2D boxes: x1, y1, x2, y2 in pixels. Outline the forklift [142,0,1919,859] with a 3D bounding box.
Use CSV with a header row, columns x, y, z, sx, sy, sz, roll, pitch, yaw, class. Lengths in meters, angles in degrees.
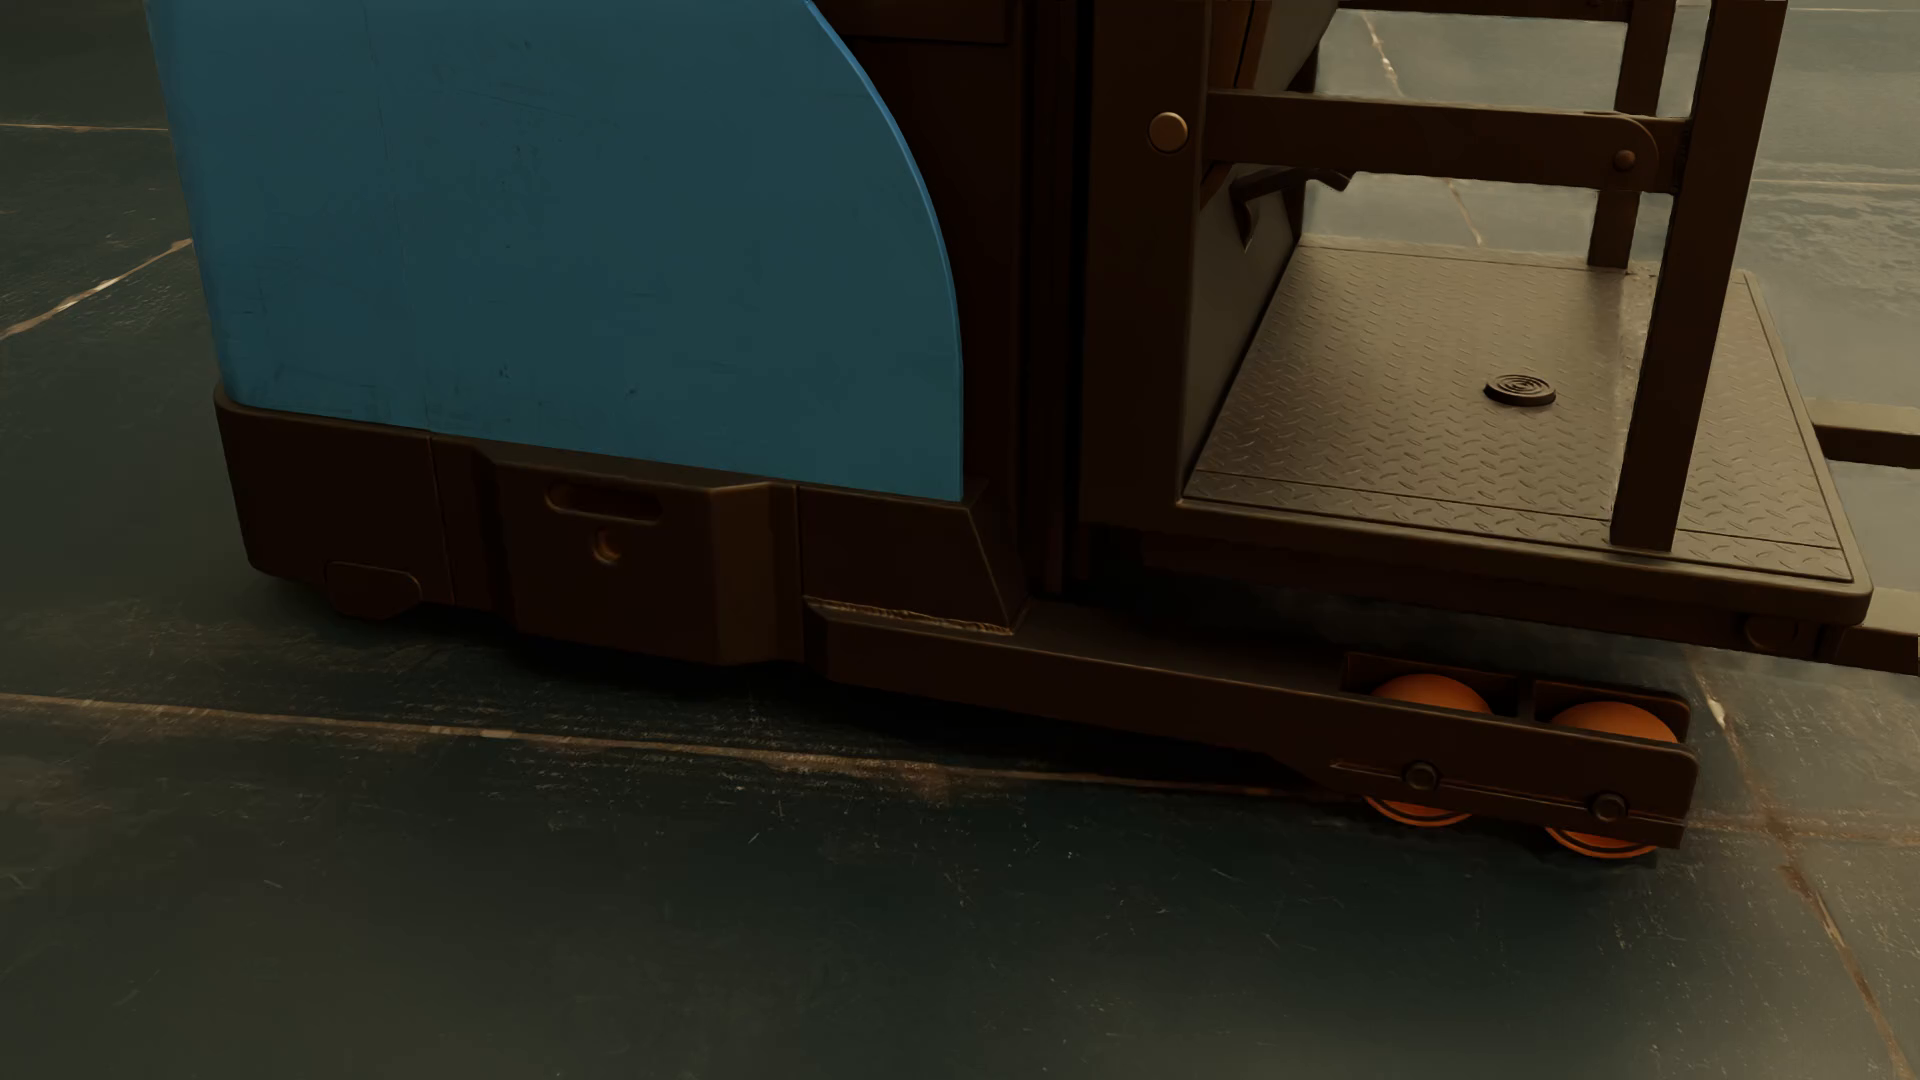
x,y,z,sx,sy,sz,roll,pitch,yaw,class
0.584,-1.232,1.686,3.031,2.935,1.130,8,28,15,forklift
